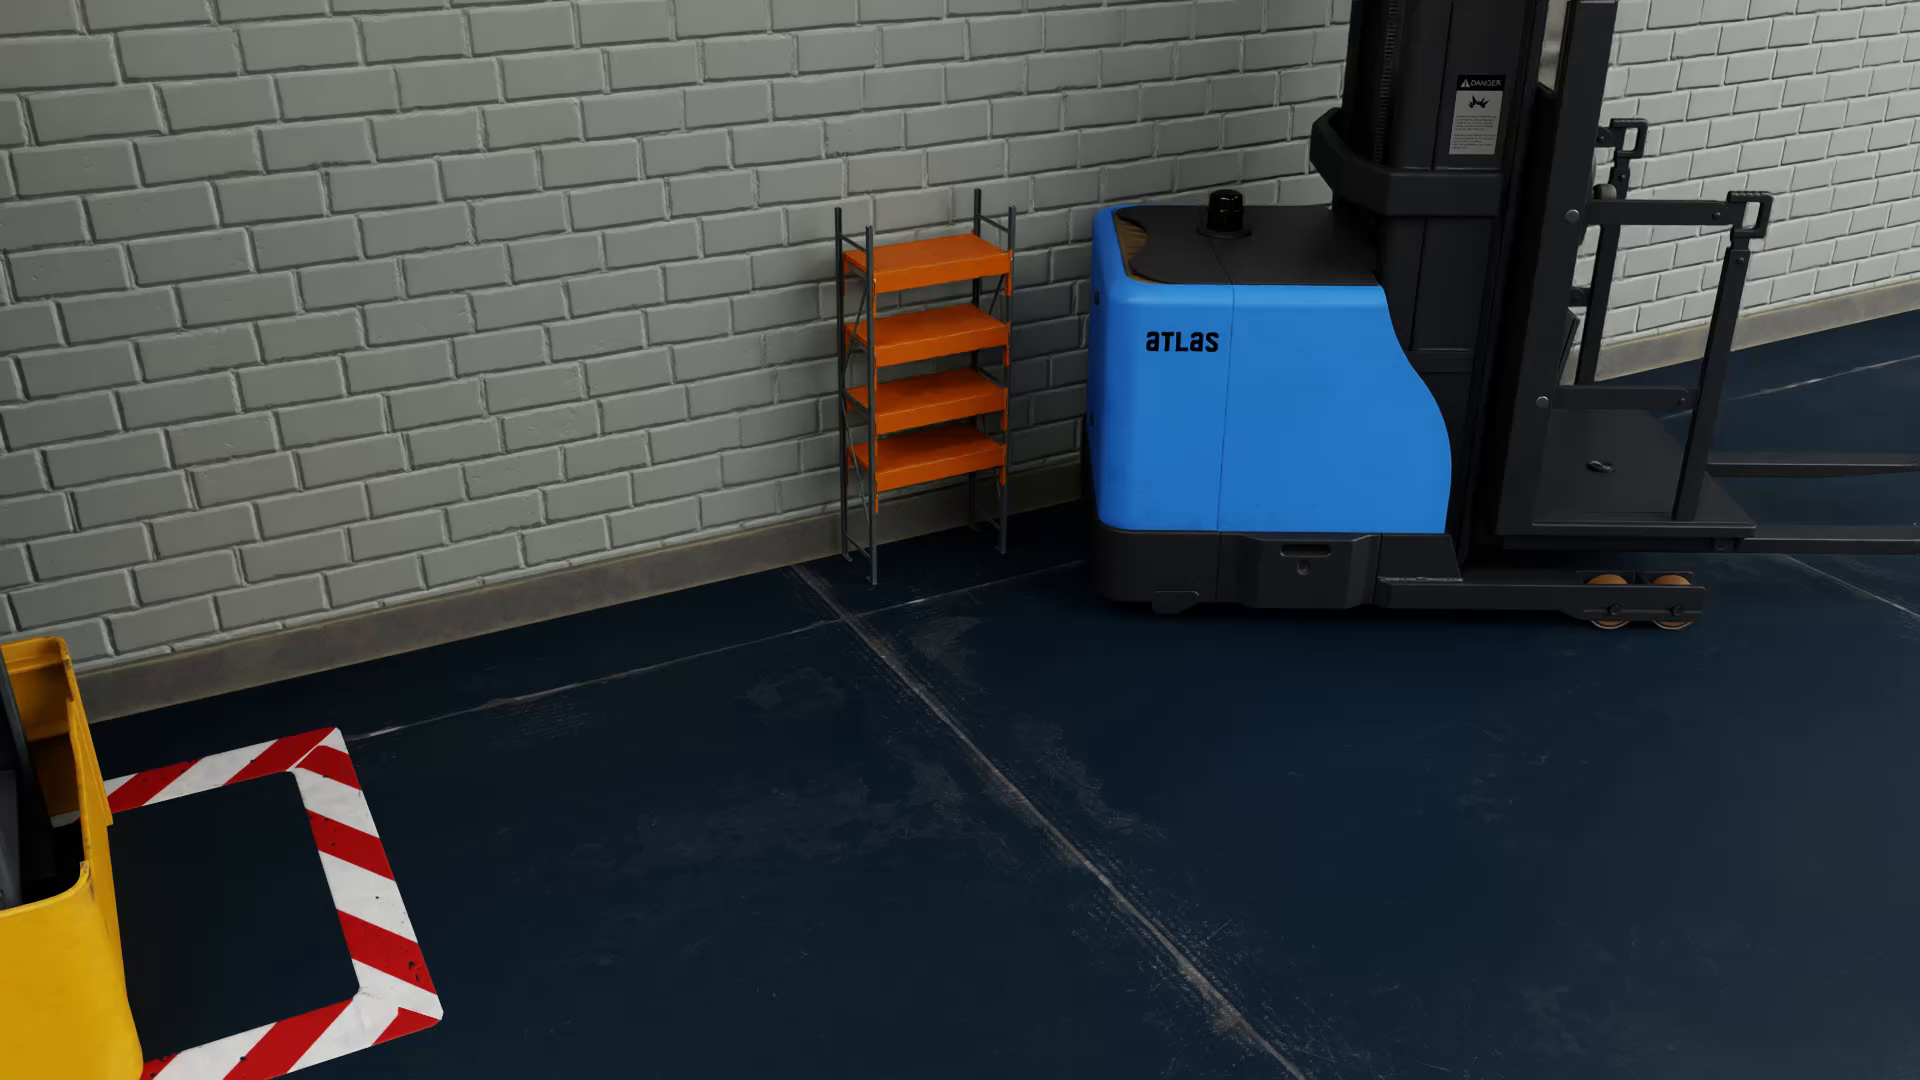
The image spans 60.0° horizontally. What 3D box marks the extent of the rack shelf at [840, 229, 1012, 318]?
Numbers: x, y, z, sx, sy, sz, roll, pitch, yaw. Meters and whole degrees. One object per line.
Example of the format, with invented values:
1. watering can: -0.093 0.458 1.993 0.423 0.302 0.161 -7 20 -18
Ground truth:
1. rack shelf: -0.108 -0.835 5.186 0.480 0.148 0.258 -13 30 -26

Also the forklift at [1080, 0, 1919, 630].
1. forklift: 1.942 -1.276 5.022 3.031 2.935 1.130 1 26 1

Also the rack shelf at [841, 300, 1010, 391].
1. rack shelf: -0.111 -0.624 5.294 0.480 0.148 0.258 -13 30 -26

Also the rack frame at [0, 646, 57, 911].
1. rack frame: -2.117 -0.411 3.141 0.127 3.000 1.000 -13 29 -25

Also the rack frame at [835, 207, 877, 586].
1. rack frame: -0.328 -0.434 5.260 0.015 1.200 0.240 -13 30 -26

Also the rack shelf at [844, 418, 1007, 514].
1. rack shelf: -0.117 -0.249 5.486 0.480 0.148 0.258 -13 30 -26

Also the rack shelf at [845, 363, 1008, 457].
1. rack shelf: -0.114 -0.425 5.396 0.480 0.148 0.258 -13 30 -26

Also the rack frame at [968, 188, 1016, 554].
1. rack frame: 0.101 -0.536 5.470 0.015 1.200 0.240 -13 30 -26

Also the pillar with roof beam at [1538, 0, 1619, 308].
1. pillar with roof beam: 4.164 -2.896 1.385 0.400 9.000 9.100 -13 29 -25

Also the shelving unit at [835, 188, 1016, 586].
1. shelving unit: -0.114 -0.485 5.365 0.503 1.200 0.258 -13 30 -26

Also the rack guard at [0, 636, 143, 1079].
1. rack guard: -2.096 0.711 3.692 0.348 0.500 1.175 -13 29 -25
